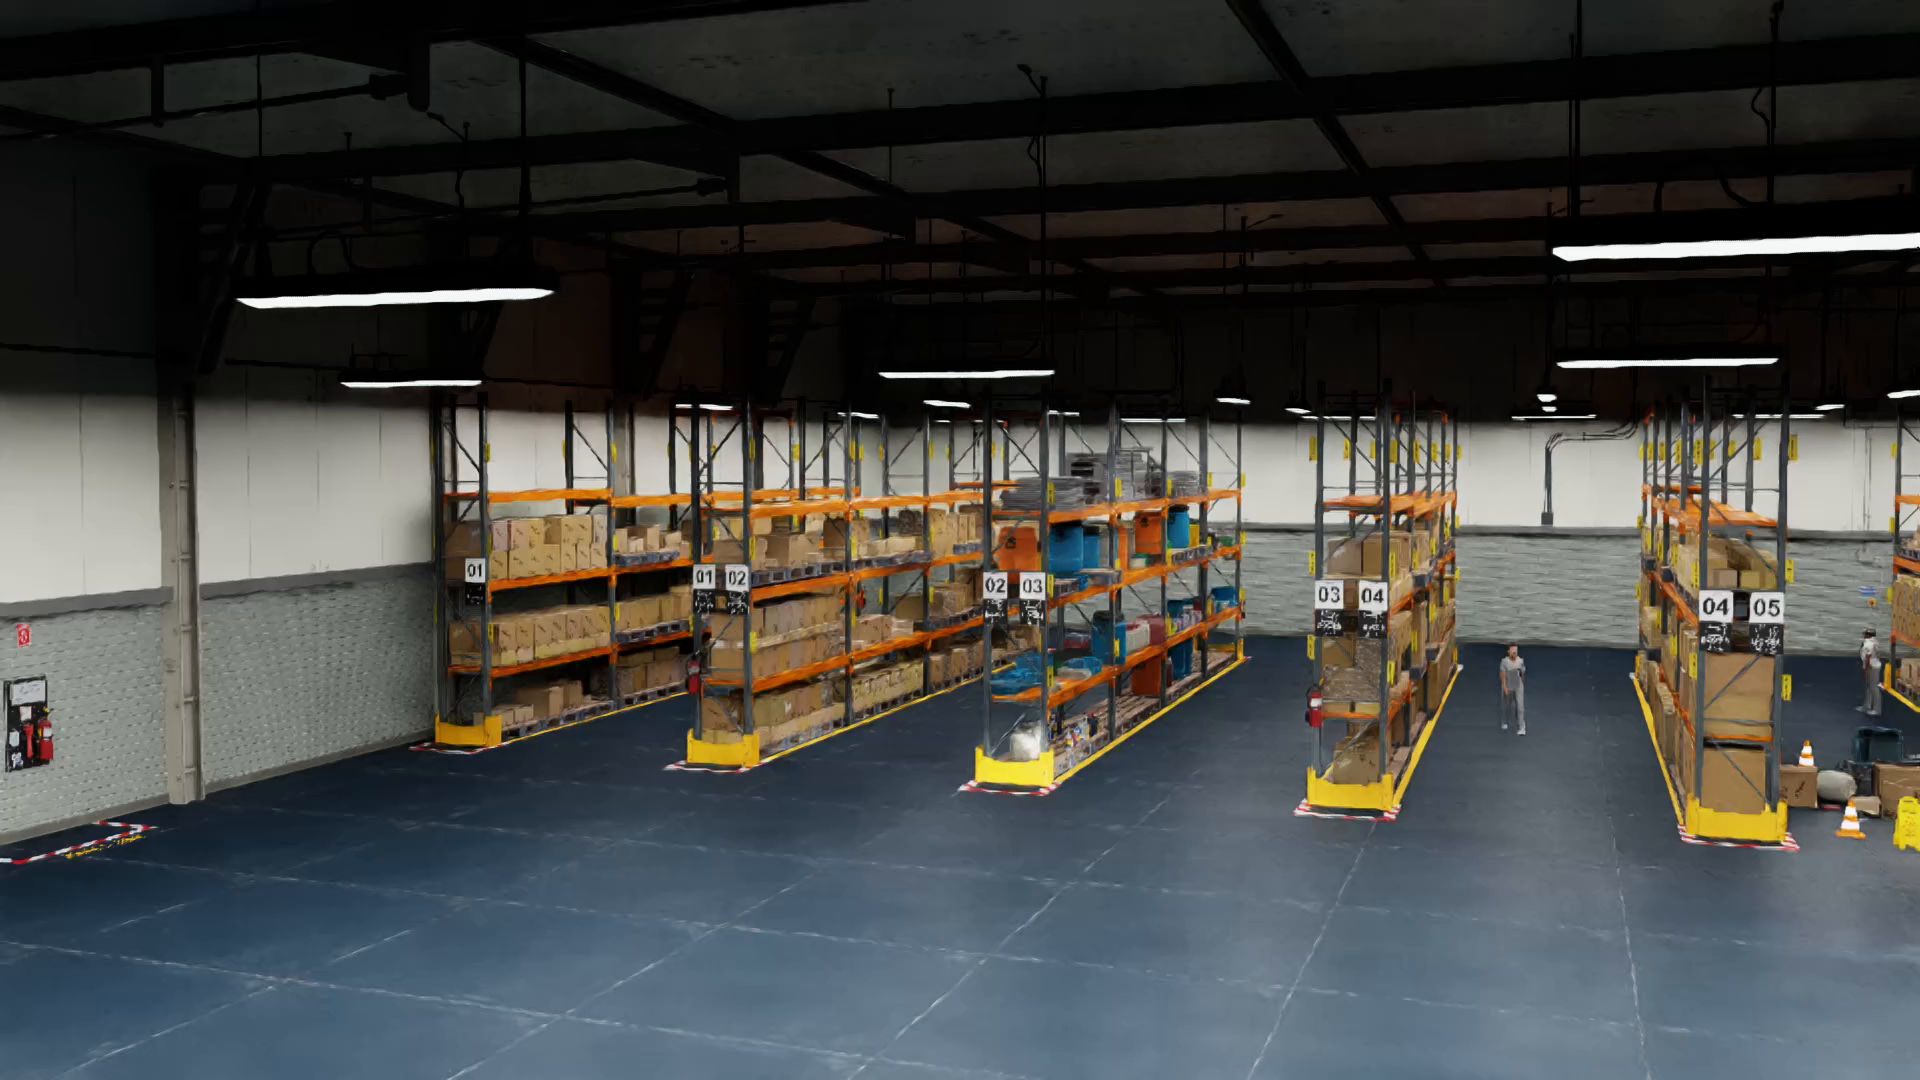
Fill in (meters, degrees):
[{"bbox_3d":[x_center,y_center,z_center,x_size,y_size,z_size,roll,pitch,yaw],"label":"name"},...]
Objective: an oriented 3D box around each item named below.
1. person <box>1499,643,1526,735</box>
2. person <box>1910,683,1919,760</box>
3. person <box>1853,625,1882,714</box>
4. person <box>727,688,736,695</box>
[{"bbox_3d":[9.784,2.615,29.480,0.444,1.604,1.016,1,3,12],"label":"person"},{"bbox_3d":[15.503,2.680,26.578,0.577,1.783,0.662,3,4,44],"label":"person"},{"bbox_3d":[17.358,2.465,31.752,0.529,1.666,0.565,2,4,38],"label":"person"},{"bbox_3d":[-4.091,2.560,30.726,0.610,1.628,0.506,1,3,18],"label":"person"}]
